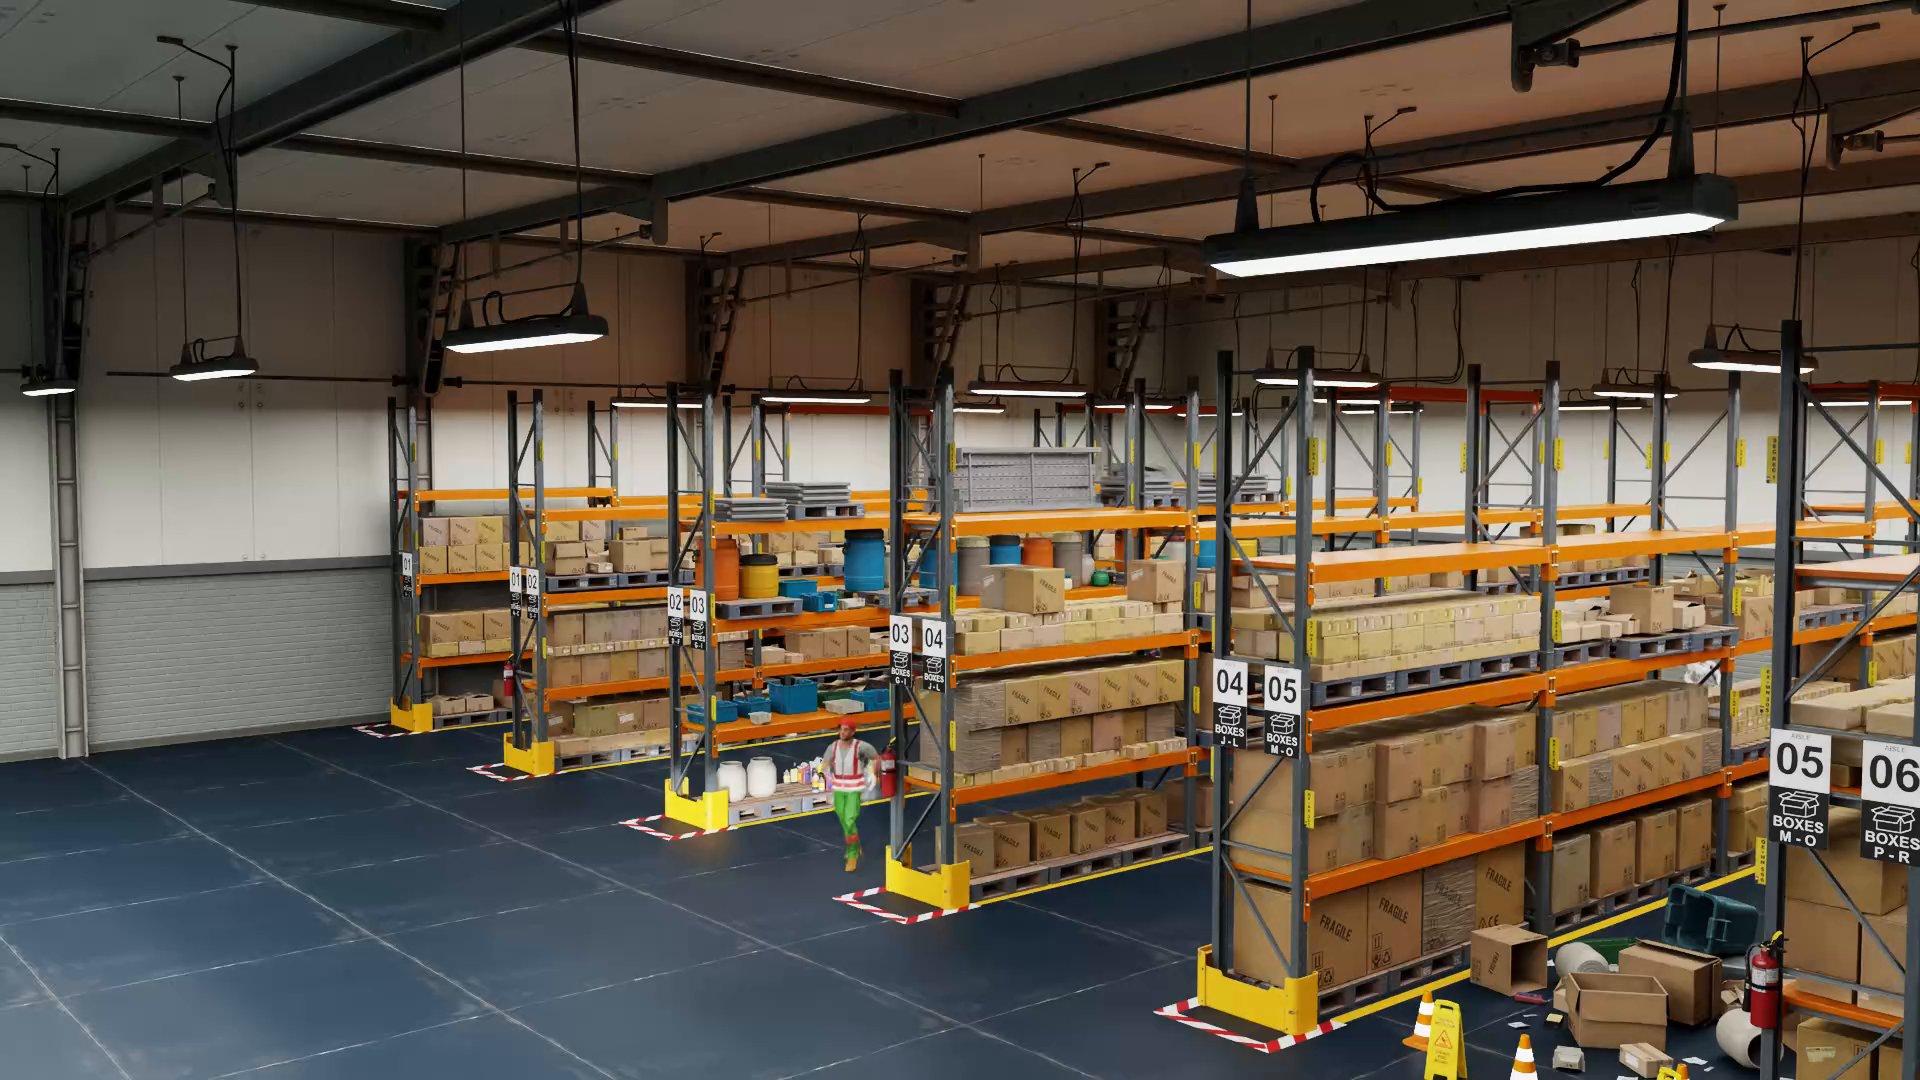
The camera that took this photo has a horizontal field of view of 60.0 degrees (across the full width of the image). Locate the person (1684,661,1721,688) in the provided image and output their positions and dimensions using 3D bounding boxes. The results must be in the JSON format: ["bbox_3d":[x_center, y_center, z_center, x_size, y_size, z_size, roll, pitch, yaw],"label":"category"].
[{"bbox_3d":[12.930,2.654,28.901,0.622,1.661,0.640,1,3,12],"label":"person"}]

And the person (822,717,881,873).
[{"bbox_3d":[-1.369,3.087,20.260,0.665,1.858,0.725,2,4,25],"label":"person"}]
